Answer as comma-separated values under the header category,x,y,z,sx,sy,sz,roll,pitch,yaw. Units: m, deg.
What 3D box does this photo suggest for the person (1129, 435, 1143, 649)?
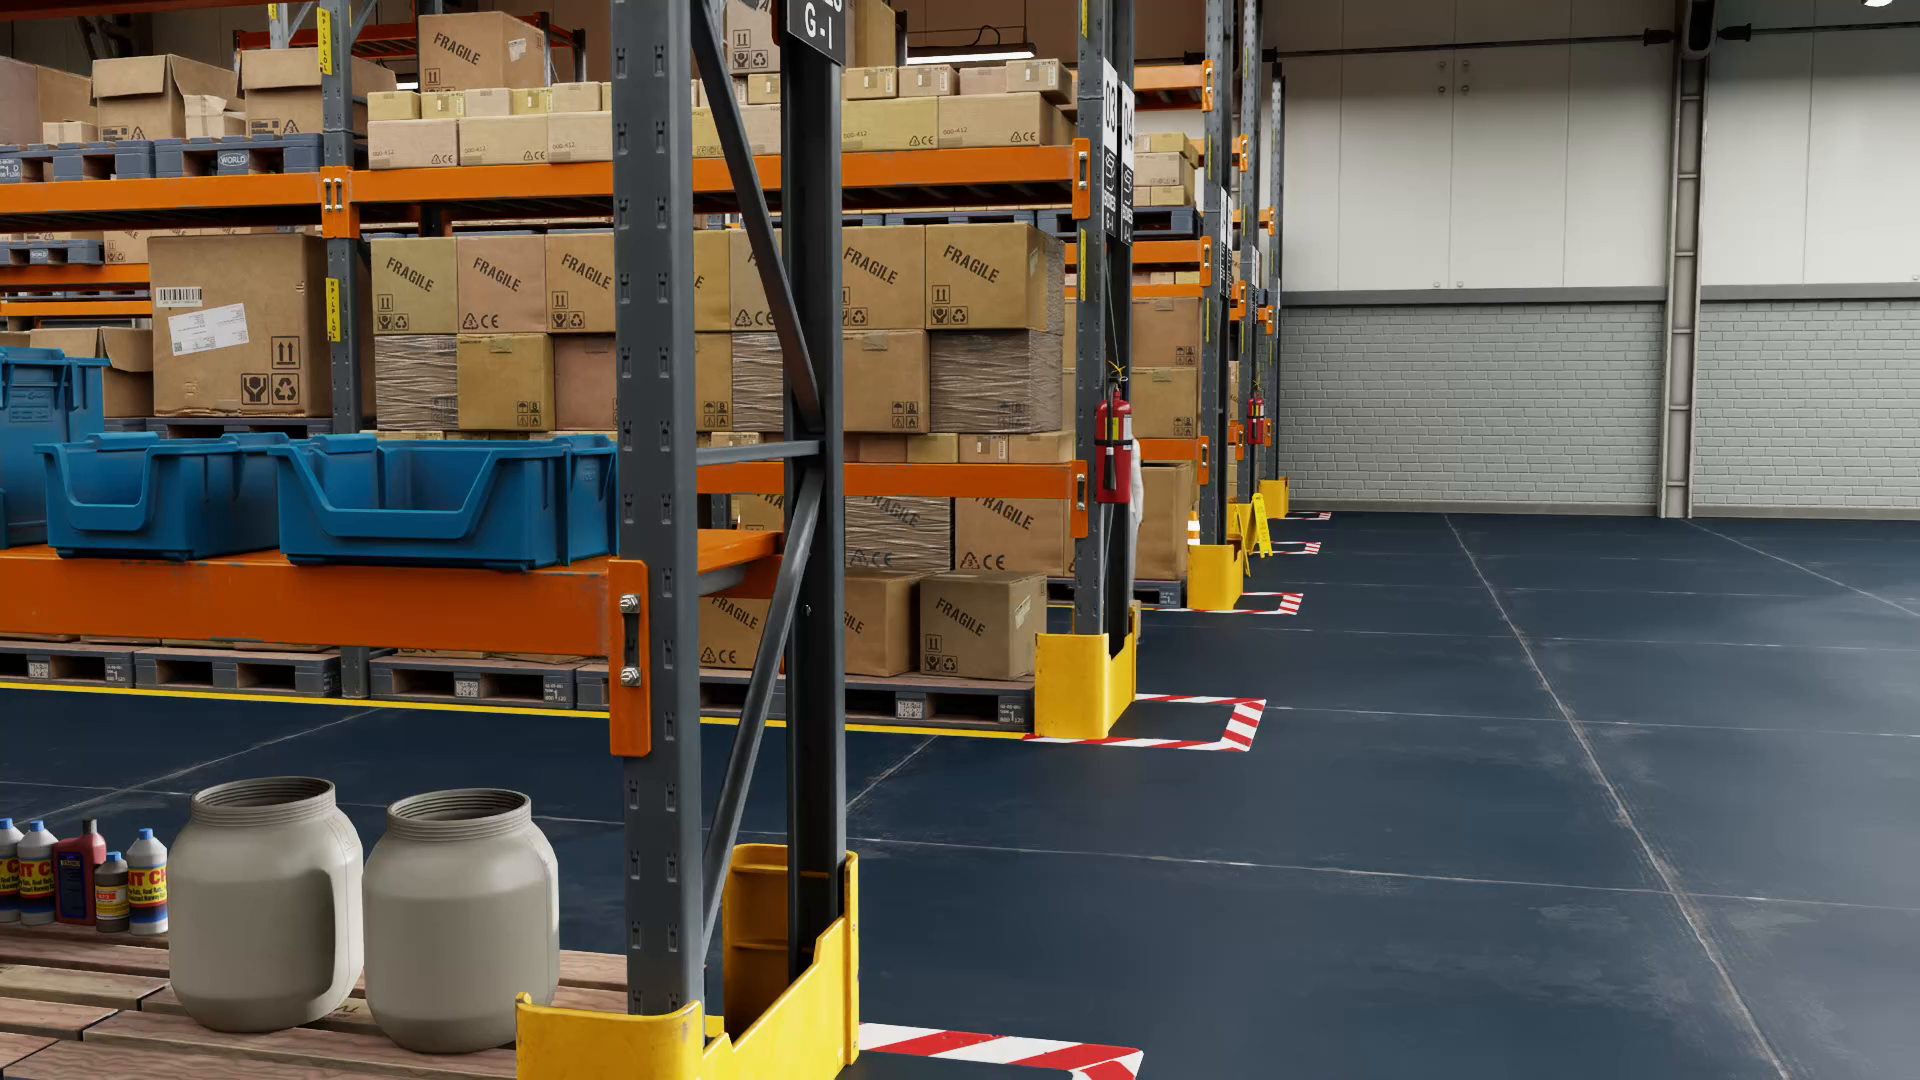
category,x,y,z,sx,sy,sz,roll,pitch,yaw
person,0.945,-0.128,10.689,0.466,1.681,0.340,1,5,15
